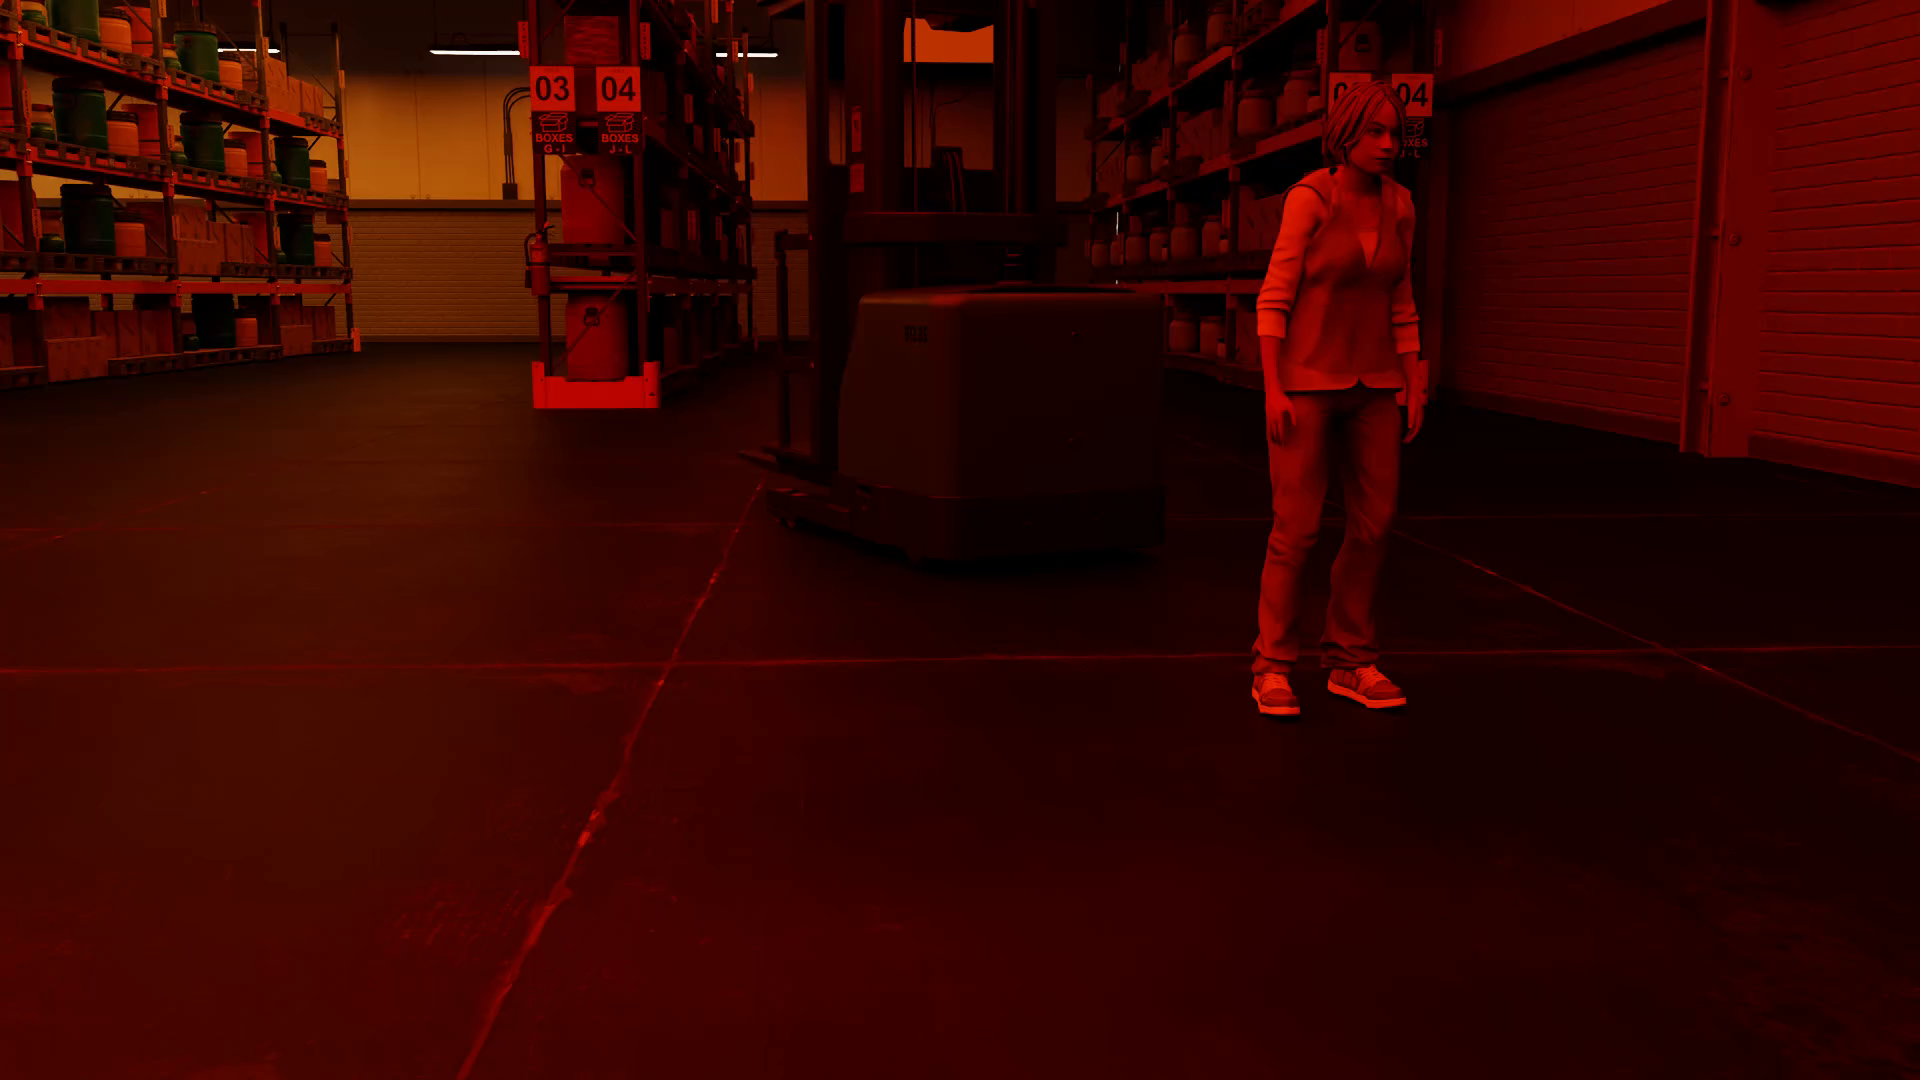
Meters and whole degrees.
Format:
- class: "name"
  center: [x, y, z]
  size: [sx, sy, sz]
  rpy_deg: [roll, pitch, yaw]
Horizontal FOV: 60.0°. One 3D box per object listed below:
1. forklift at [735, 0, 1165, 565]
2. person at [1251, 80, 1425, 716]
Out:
- class: "forklift"
  center: [-0.264, -1.530, 7.637]
  size: [1.130, 2.935, 3.031]
  rpy_deg: [-4, 9, -25]
- class: "person"
  center: [0.977, -0.356, 4.286]
  size: [0.475, 1.592, 0.348]
  rpy_deg: [-3, 9, -18]
